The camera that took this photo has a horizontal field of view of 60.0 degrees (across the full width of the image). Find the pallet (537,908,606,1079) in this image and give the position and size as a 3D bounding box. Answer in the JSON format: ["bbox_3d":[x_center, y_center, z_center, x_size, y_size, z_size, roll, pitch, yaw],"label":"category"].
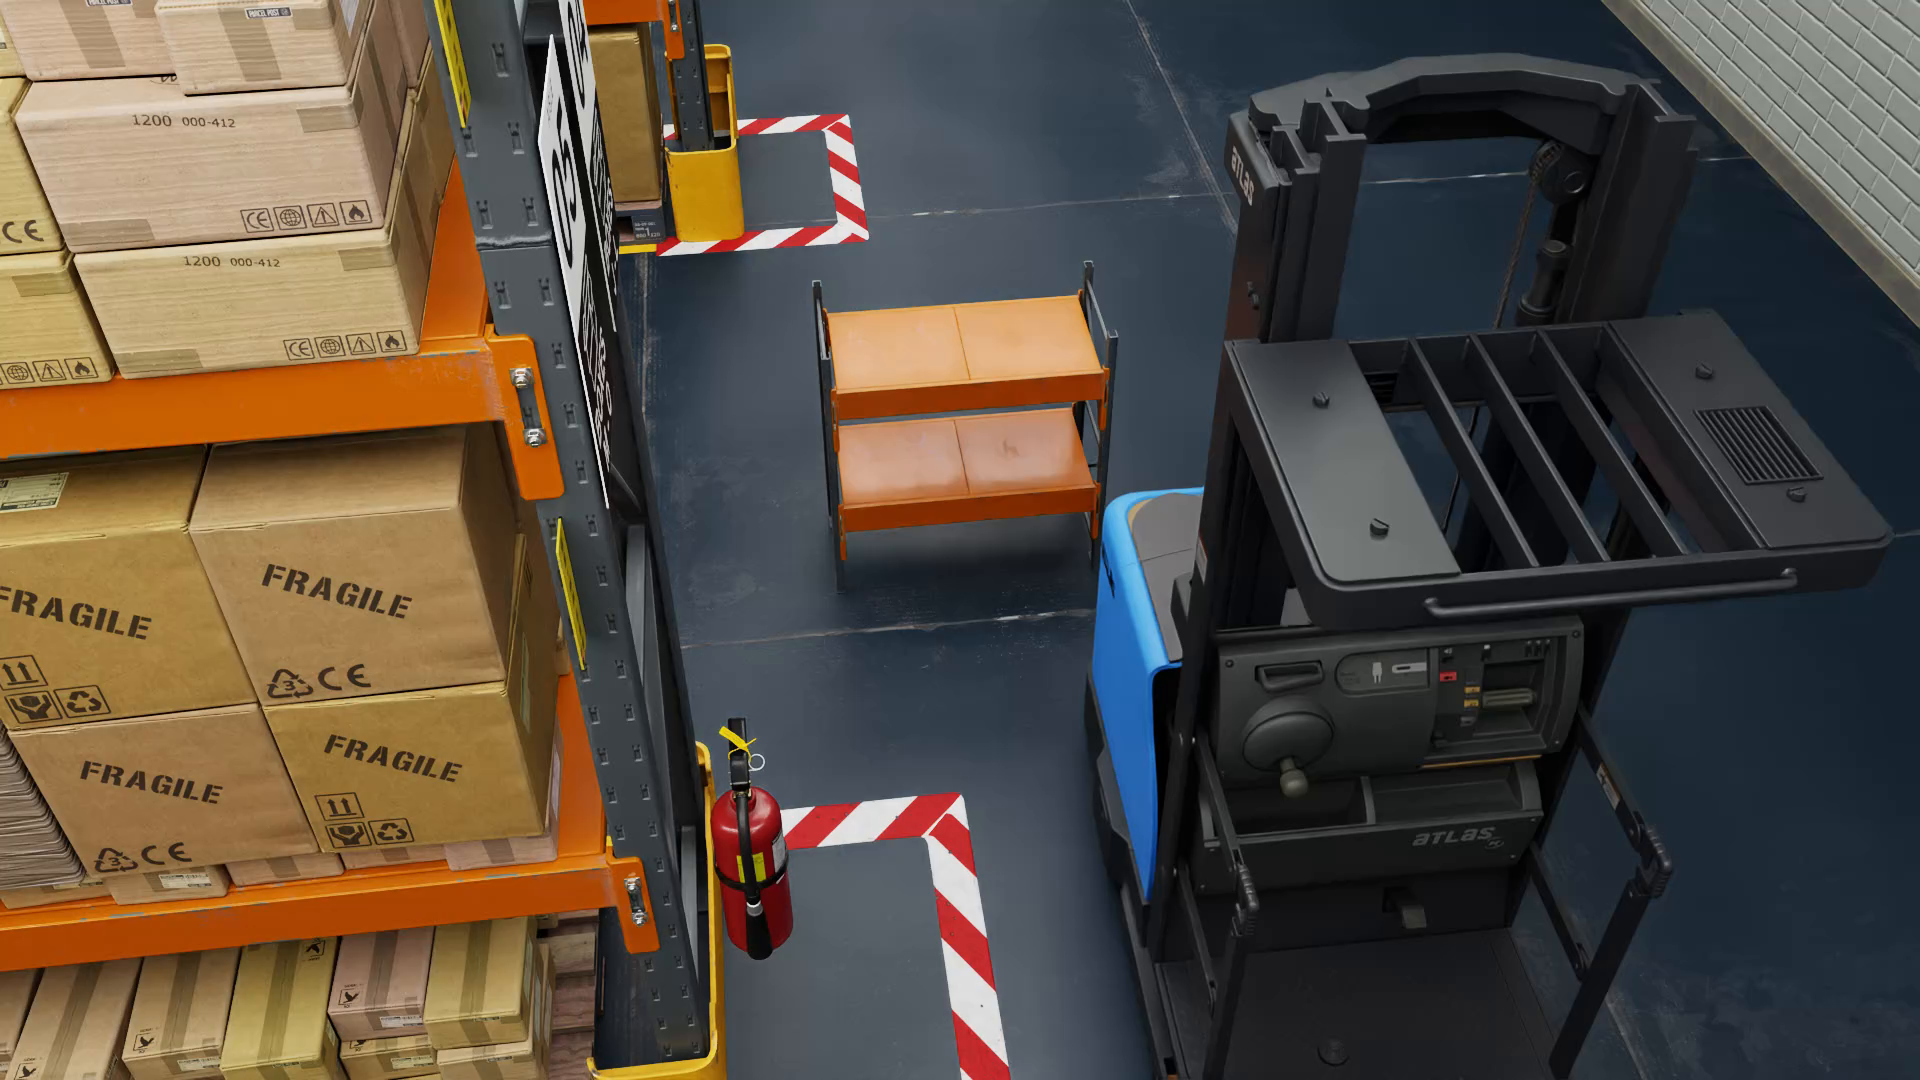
[{"bbox_3d":[-1.705,1.377,5.066,1.213,0.211,1.003,-5,42,-6],"label":"pallet"}]

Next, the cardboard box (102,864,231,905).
[{"bbox_3d":[-1.855,0.663,3.963,0.250,0.149,0.380,-4,42,-4],"label":"cardboard box"}]

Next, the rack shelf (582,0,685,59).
[{"bbox_3d":[-3.346,-2.575,7.902,4.000,0.370,1.077,-5,42,-6],"label":"rack shelf"}]

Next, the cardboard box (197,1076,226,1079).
[{"bbox_3d":[-2.101,1.316,4.644,0.250,0.149,0.380,-5,42,-6],"label":"cardboard box"}]

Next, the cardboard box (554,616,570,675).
[{"bbox_3d":[-1.184,0.191,4.486,0.250,0.149,0.380,-5,42,-6],"label":"cardboard box"}]

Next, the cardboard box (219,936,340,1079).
[{"bbox_3d":[-1.809,1.274,4.469,0.250,0.149,0.380,-6,42,-6],"label":"cardboard box"}]

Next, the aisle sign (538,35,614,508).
[{"bbox_3d":[-0.708,-0.485,3.107,0.004,0.787,0.394,-5,42,-6],"label":"aisle sign"}]

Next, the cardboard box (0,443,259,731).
[{"bbox_3d":[-1.744,0.018,3.448,0.500,0.500,0.500,-6,42,-7],"label":"cardboard box"}]

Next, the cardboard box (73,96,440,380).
[{"bbox_3d":[-1.237,-0.555,2.999,0.500,0.250,0.500,-6,42,-6],"label":"cardboard box"}]

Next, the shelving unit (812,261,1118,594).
[{"bbox_3d":[0.007,-0.418,6.374,1.048,1.125,0.538,-5,42,-6],"label":"shelving unit"}]

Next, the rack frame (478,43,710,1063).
[{"bbox_3d":[-0.820,0.287,4.192,0.127,3.000,1.000,-5,42,-6],"label":"rack frame"}]

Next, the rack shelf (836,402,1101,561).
[{"bbox_3d":[0.007,-0.237,6.538,1.000,0.278,0.538,-5,42,-6],"label":"rack shelf"}]

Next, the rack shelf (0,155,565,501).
[{"bbox_3d":[-2.803,-0.386,3.235,4.000,0.370,1.077,-5,42,-6],"label":"rack shelf"}]

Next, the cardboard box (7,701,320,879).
[{"bbox_3d":[-1.743,0.391,3.780,0.500,0.500,0.500,-6,42,-6],"label":"cardboard box"}]

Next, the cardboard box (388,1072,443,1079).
[{"bbox_3d":[-1.557,1.464,4.702,0.250,0.149,0.380,-4,42,-4],"label":"cardboard box"}]

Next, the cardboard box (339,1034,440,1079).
[{"bbox_3d":[-1.572,1.302,4.660,0.250,0.149,0.380,-6,42,-7],"label":"cardboard box"}]

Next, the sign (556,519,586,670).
[{"bbox_3d":[-0.768,0.110,3.288,0.005,0.325,0.100,-5,42,-6],"label":"sign"}]

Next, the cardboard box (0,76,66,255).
[{"bbox_3d":[-1.750,-0.702,2.788,0.500,0.250,0.500,-6,42,-7],"label":"cardboard box"}]

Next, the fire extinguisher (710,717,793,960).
[{"bbox_3d":[-0.510,0.739,4.027,0.183,0.674,0.296,-5,42,-6],"label":"fire extinguisher"}]

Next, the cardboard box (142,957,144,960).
[{"bbox_3d":[-2.402,1.057,4.931,0.250,0.149,0.380,-7,43,-8],"label":"cardboard box"}]

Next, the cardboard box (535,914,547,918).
[{"bbox_3d":[-1.373,0.955,5.045,0.250,0.149,0.380,-3,42,-4],"label":"cardboard box"}]

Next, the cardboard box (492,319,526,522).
[{"bbox_3d":[-1.299,-0.369,3.876,0.500,0.500,0.500,-5,42,-6],"label":"cardboard box"}]

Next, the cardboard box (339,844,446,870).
[{"bbox_3d":[-1.358,0.593,4.040,0.250,0.149,0.380,-5,42,-6],"label":"cardboard box"}]

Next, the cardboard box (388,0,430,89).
[{"bbox_3d":[-1.299,-1.090,3.218,0.500,0.250,0.500,-4,42,-5],"label":"cardboard box"}]

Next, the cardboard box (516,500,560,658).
[{"bbox_3d":[-1.301,-0.005,4.219,0.500,0.500,0.500,-3,42,-3],"label":"cardboard box"}]

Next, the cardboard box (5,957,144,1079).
[{"bbox_3d":[-2.333,1.315,4.424,0.250,0.149,0.380,-4,42,-4],"label":"cardboard box"}]

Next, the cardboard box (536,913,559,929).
[{"bbox_3d":[-1.381,1.023,5.191,0.250,0.149,0.380,-4,42,-5],"label":"cardboard box"}]

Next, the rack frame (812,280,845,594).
[{"bbox_3d":[-0.497,-0.374,6.325,0.032,1.125,0.500,-5,42,-6],"label":"rack frame"}]

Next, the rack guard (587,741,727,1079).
[{"bbox_3d":[-0.895,1.222,5.022,0.348,0.500,1.175,-5,42,-6],"label":"rack guard"}]

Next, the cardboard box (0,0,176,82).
[{"bbox_3d":[-1.366,-0.910,2.721,0.250,0.149,0.380,-4,42,-5],"label":"cardboard box"}]

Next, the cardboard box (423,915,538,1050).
[{"bbox_3d":[-1.312,1.184,4.569,0.250,0.149,0.380,-5,42,-5],"label":"cardboard box"}]

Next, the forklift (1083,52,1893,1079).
[{"bbox_3d":[1.127,0.504,4.003,1.130,2.935,3.031,-4,42,-5],"label":"forklift"}]
